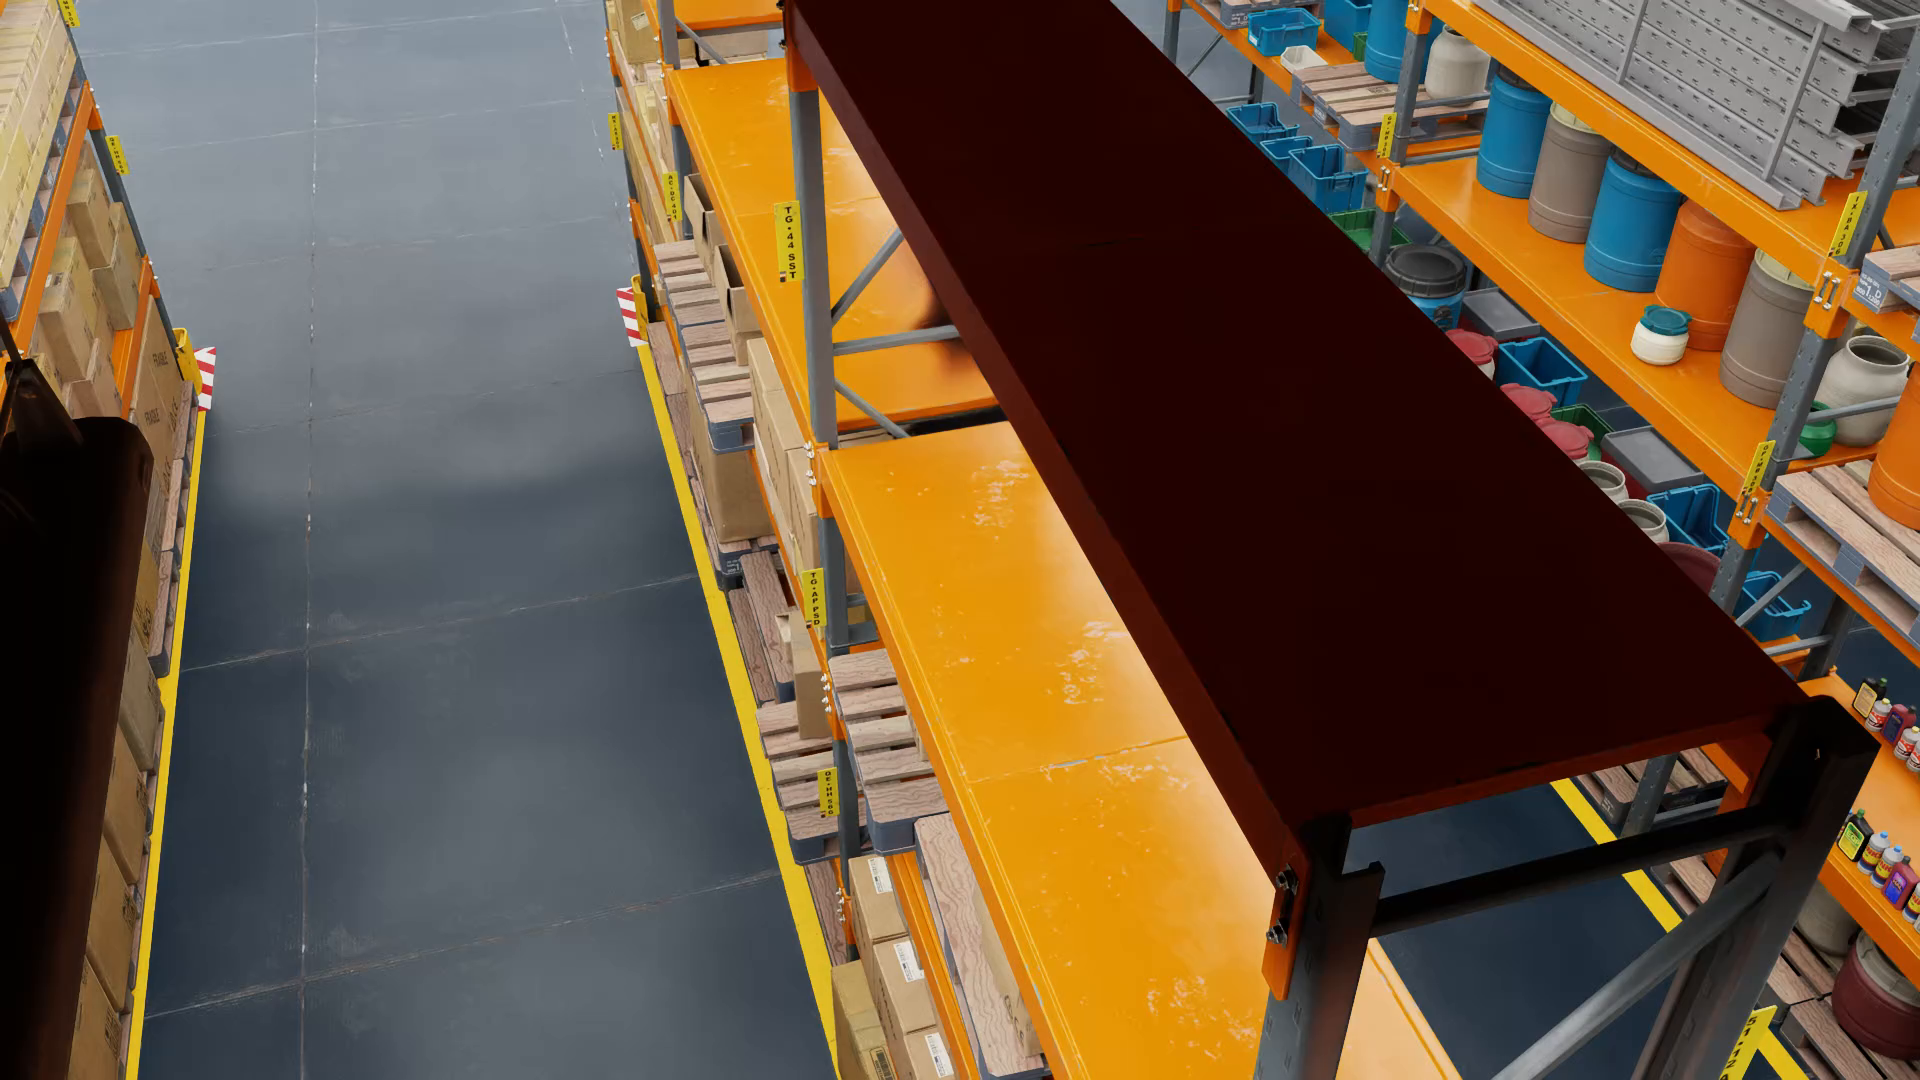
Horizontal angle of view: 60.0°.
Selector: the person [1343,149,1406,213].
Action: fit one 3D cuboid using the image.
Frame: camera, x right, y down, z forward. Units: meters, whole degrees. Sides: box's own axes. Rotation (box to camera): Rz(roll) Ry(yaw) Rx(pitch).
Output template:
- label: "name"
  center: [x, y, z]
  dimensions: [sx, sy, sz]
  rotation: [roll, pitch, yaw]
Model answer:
- label: "person"
  center: [4.099, -3.915, 16.389]
  dimensions: [0.819, 1.734, 0.660]
  rotation: [14, 41, 17]
